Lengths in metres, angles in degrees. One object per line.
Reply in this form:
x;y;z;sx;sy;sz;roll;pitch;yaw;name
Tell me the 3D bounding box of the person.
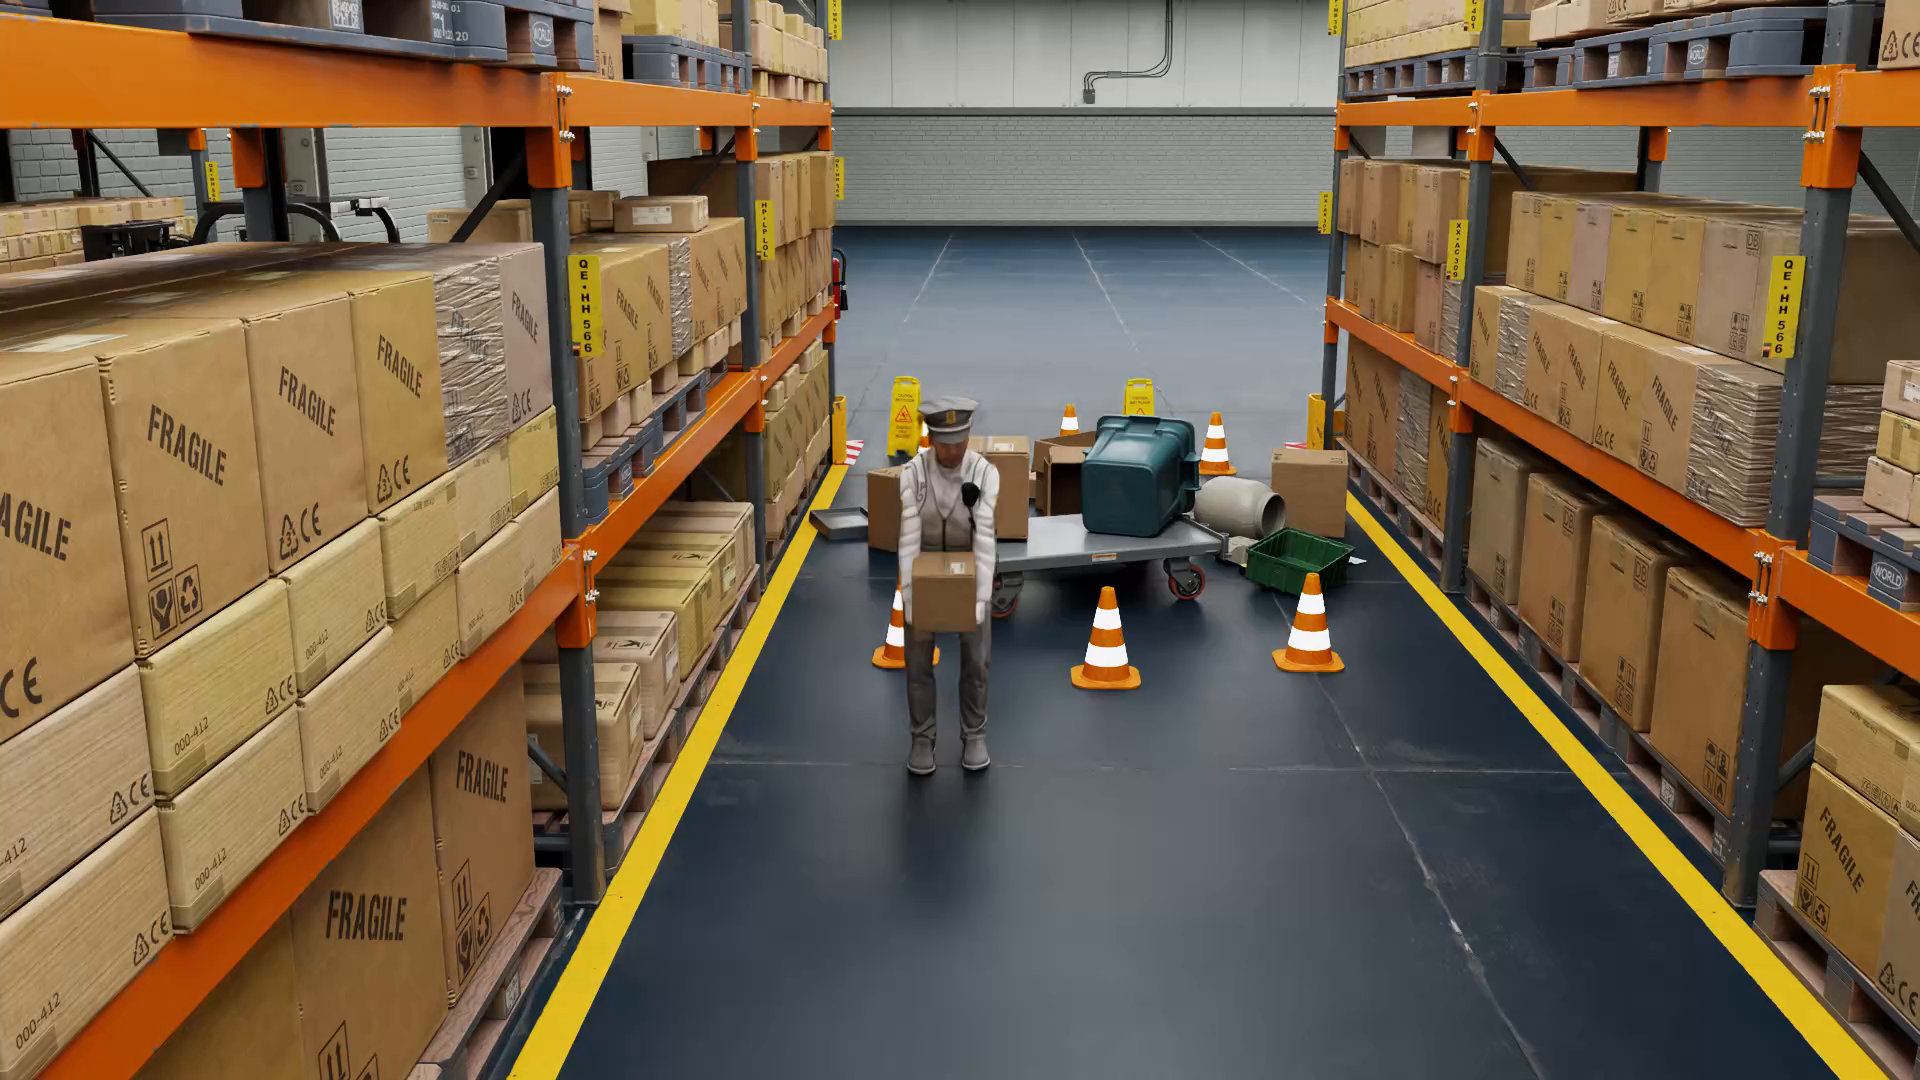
-0.045;0.188;6.887;0.410;1.605;0.570;0;14;0;person
